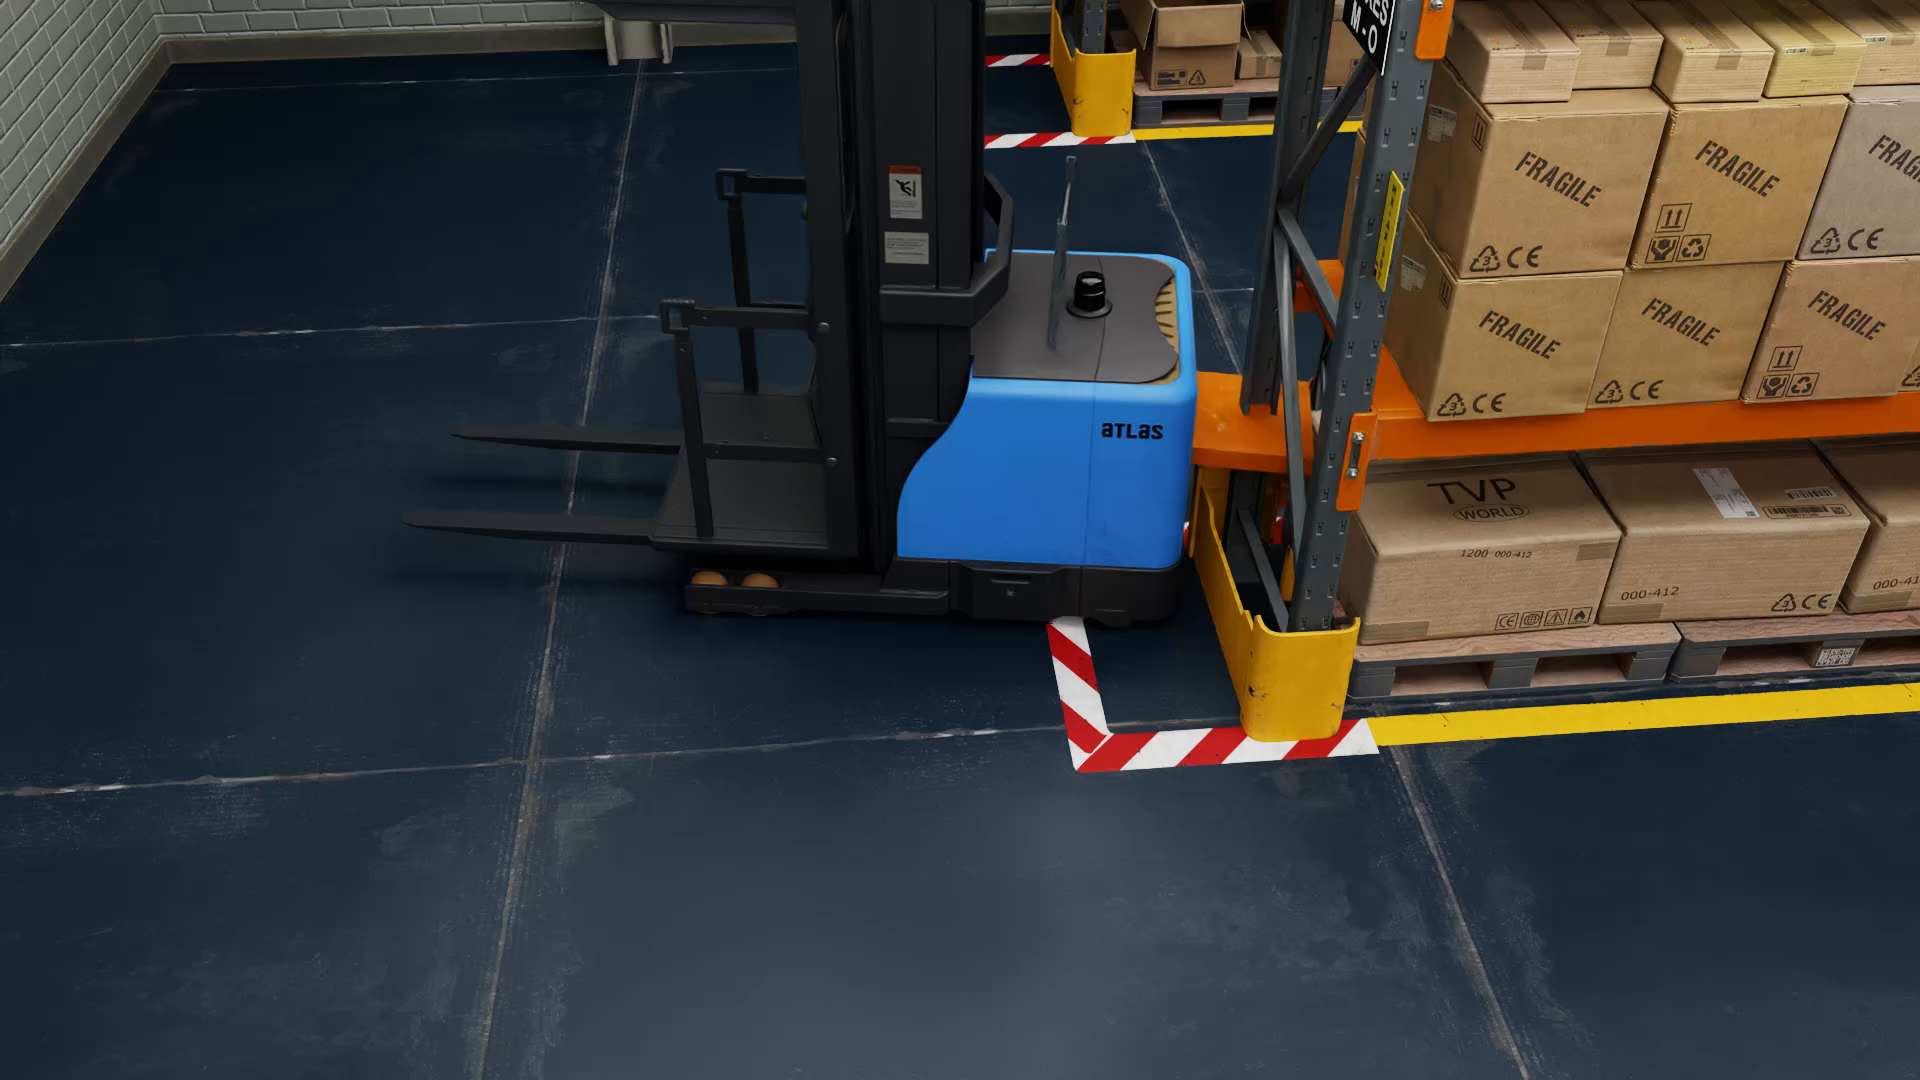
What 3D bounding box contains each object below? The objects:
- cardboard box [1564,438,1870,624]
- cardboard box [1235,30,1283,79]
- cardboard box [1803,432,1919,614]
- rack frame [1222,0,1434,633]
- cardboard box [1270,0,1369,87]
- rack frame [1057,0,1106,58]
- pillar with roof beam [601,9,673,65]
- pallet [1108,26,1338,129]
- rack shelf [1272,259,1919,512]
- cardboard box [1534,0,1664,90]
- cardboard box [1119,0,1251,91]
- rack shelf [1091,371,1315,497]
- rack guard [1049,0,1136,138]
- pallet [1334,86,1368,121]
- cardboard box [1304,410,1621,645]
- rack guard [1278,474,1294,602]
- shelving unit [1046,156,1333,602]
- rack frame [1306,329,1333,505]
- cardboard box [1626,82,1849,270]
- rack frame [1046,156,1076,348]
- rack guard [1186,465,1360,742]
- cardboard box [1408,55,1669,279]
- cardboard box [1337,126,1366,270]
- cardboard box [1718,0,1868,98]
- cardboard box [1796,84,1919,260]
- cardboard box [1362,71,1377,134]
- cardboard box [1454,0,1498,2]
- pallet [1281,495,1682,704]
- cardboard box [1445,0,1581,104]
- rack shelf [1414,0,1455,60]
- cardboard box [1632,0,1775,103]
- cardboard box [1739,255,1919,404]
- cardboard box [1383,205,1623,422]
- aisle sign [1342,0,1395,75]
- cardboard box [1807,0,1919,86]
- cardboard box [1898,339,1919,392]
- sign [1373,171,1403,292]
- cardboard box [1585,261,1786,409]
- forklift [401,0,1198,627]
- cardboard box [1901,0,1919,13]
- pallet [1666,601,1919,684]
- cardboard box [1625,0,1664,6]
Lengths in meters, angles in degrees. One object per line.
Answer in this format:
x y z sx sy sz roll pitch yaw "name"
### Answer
2.715 -0.146 6.243 0.875 0.438 0.875 -2 38 -3 "cardboard box"
1.756 -2.916 9.987 0.250 0.149 0.380 -5 39 -6 "cardboard box"
3.613 -0.195 6.305 0.875 0.438 0.875 -4 38 -5 "cardboard box"
1.156 -0.834 5.385 0.127 3.000 1.000 -3 38 -4 "rack frame"
2.185 -3.078 9.908 0.500 0.500 0.700 -2 38 -2 "cardboard box"
0.712 -3.896 9.267 0.127 3.000 1.000 -3 38 -4 "rack frame"
-1.672 -4.004 4.559 0.400 9.000 9.100 -3 38 -4 "pillar with roof beam"
1.582 -2.850 10.192 1.213 0.211 1.003 -3 38 -4 "pallet"
3.148 -0.661 5.747 4.000 0.370 1.077 -3 38 -4 "rack shelf"
1.788 -1.427 4.726 0.250 0.149 0.380 -2 38 -3 "cardboard box"
1.330 -3.056 9.878 0.637 0.503 0.797 -5 39 -6 "cardboard box"
0.835 -0.438 6.276 1.000 0.185 0.538 6 40 4 "rack shelf"
0.788 -2.919 10.046 0.348 0.500 1.175 -3 38 -4 "rack guard"
2.794 -2.915 10.274 1.213 0.211 1.003 -3 38 -4 "pallet"
1.804 -0.091 6.173 0.875 0.438 0.875 -4 38 -6 "cardboard box"
1.303 -0.045 6.529 0.087 0.250 0.587 6 40 4 "rack guard"
0.833 -0.577 6.162 1.083 1.500 0.587 6 40 4 "shelving unit"
1.347 -0.523 6.128 0.032 1.500 0.500 6 40 4 "rack frame"
2.173 -1.149 4.897 0.500 0.500 0.500 -4 38 -5 "cardboard box"
0.338 -0.630 6.194 0.032 1.500 0.500 6 40 4 "rack frame"
1.132 0.149 6.158 0.348 0.500 1.175 -3 38 -4 "rack guard"
1.659 -1.116 4.855 0.500 0.500 0.500 -4 38 -5 "cardboard box"
1.613 -1.063 5.595 0.500 0.500 0.500 -3 38 -4 "cardboard box"
2.318 -1.396 4.687 0.250 0.149 0.380 -4 38 -5 "cardboard box"
2.685 -1.182 4.939 0.500 0.500 0.500 -3 38 -4 "cardboard box"
1.615 -1.439 5.264 0.500 0.500 0.500 -2 38 -2 "cardboard box"
1.495 -1.664 5.025 0.250 0.149 0.380 -3 38 -3 "cardboard box"
1.945 0.169 6.366 1.213 0.211 1.003 -3 38 -4 "pallet"
1.534 -1.369 4.652 0.250 0.149 0.380 -2 38 -3 "cardboard box"
3.148 -1.839 4.818 4.000 0.370 1.077 -3 38 -4 "rack shelf"
2.058 -1.371 4.654 0.250 0.149 0.380 -2 38 -3 "cardboard box"
2.669 -0.784 5.242 0.500 0.500 0.500 -3 38 -4 "cardboard box"
1.659 -0.722 5.163 0.500 0.500 0.500 -3 38 -4 "cardboard box"
1.110 -1.672 4.348 0.004 0.787 0.394 -3 38 -4 "aisle sign"
2.575 -1.443 4.746 0.250 0.149 0.380 -3 38 -4 "cardboard box"
3.166 -0.822 5.289 0.500 0.500 0.500 -2 38 -2 "cardboard box"
1.199 -0.862 4.658 0.005 0.325 0.100 -3 38 -4 "sign"
2.161 -0.767 5.220 0.500 0.500 0.500 -4 38 -5 "cardboard box"
-0.645 -1.181 5.880 3.031 2.935 1.130 3 38 3 "forklift"
2.827 -1.431 4.731 0.250 0.149 0.380 -3 38 -4 "cardboard box"
3.157 0.104 6.448 1.213 0.211 1.003 -3 38 -4 "pallet"
1.996 -1.759 5.146 0.250 0.149 0.380 -3 38 -4 "cardboard box"
